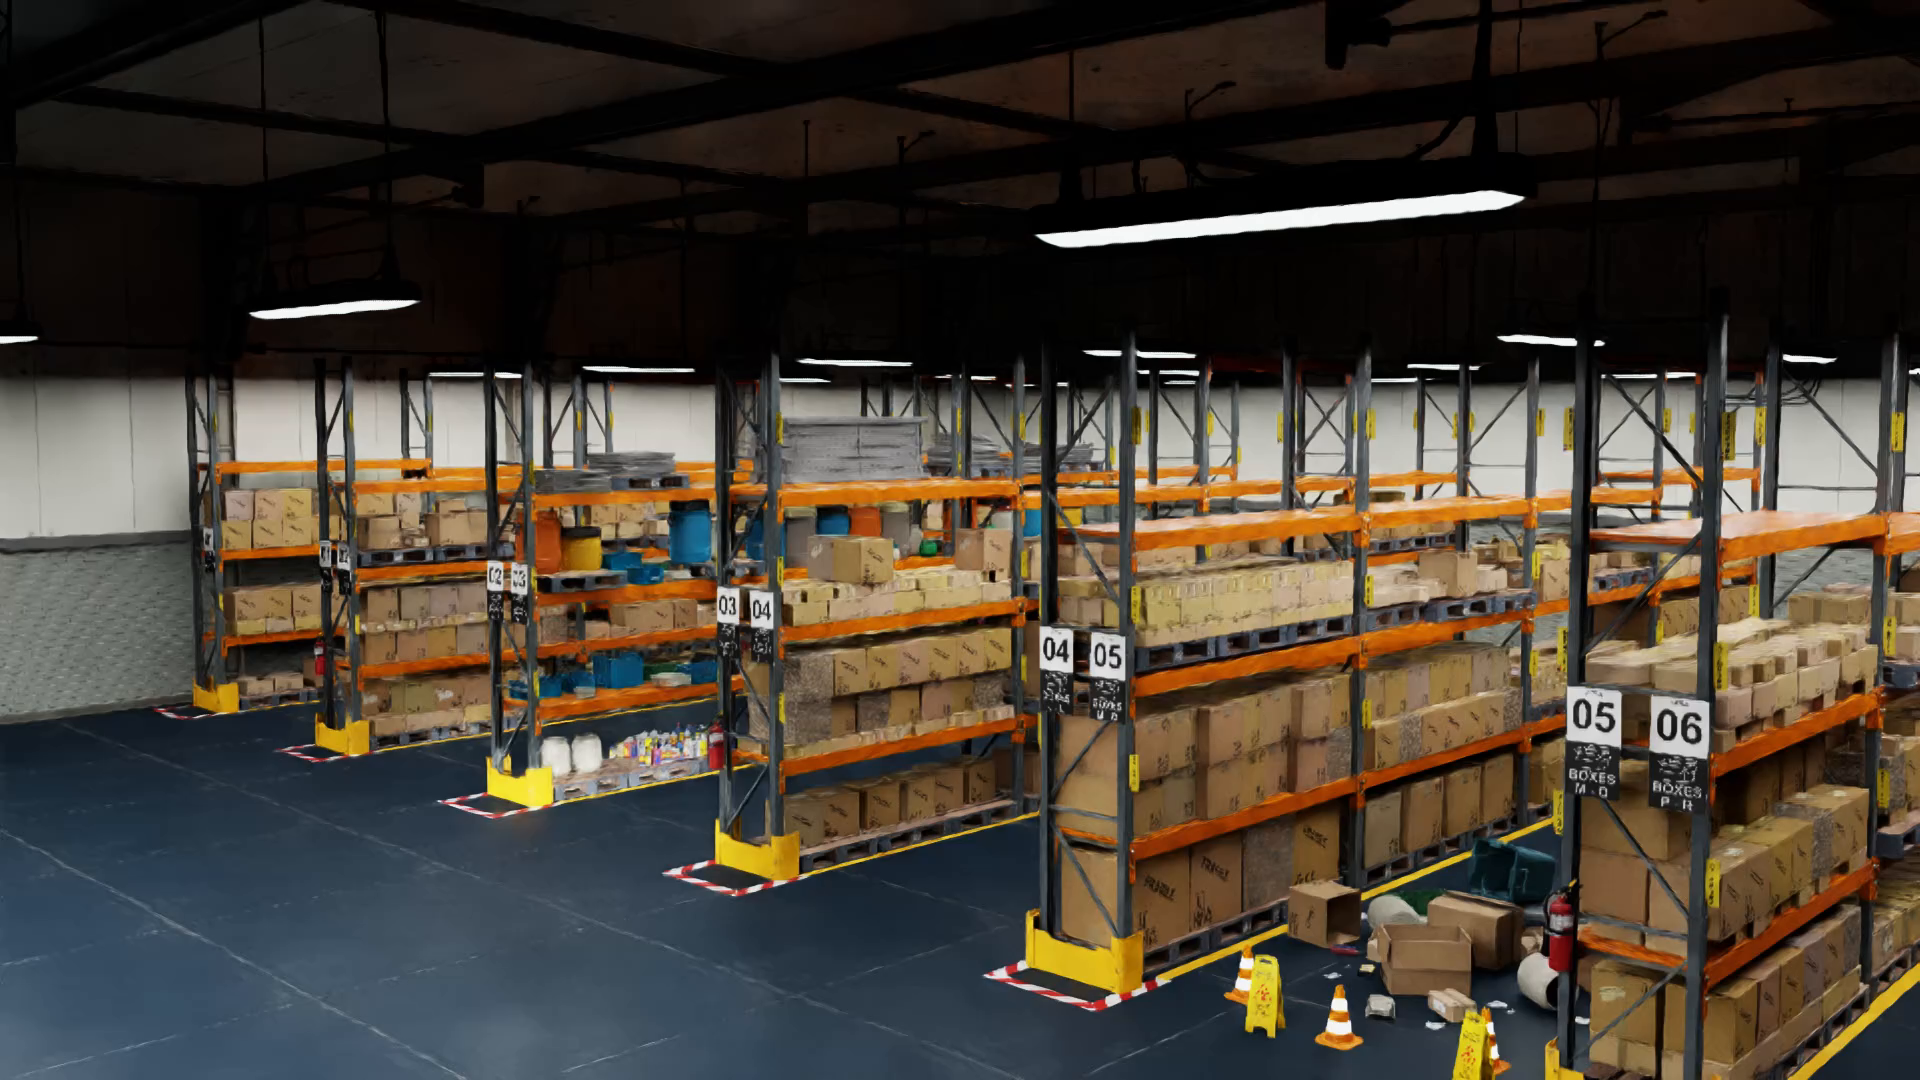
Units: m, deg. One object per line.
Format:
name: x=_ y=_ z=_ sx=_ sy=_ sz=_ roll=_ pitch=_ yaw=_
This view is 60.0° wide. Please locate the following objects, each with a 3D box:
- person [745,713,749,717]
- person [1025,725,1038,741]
person: x=-3.392 y=2.166 z=28.301 sx=0.597 sy=1.643 sz=0.554 roll=-1 pitch=5 yaw=-17
person: x=0.964 y=2.390 z=25.089 sx=0.830 sy=1.702 sz=0.738 roll=-4 pitch=6 yaw=-41
